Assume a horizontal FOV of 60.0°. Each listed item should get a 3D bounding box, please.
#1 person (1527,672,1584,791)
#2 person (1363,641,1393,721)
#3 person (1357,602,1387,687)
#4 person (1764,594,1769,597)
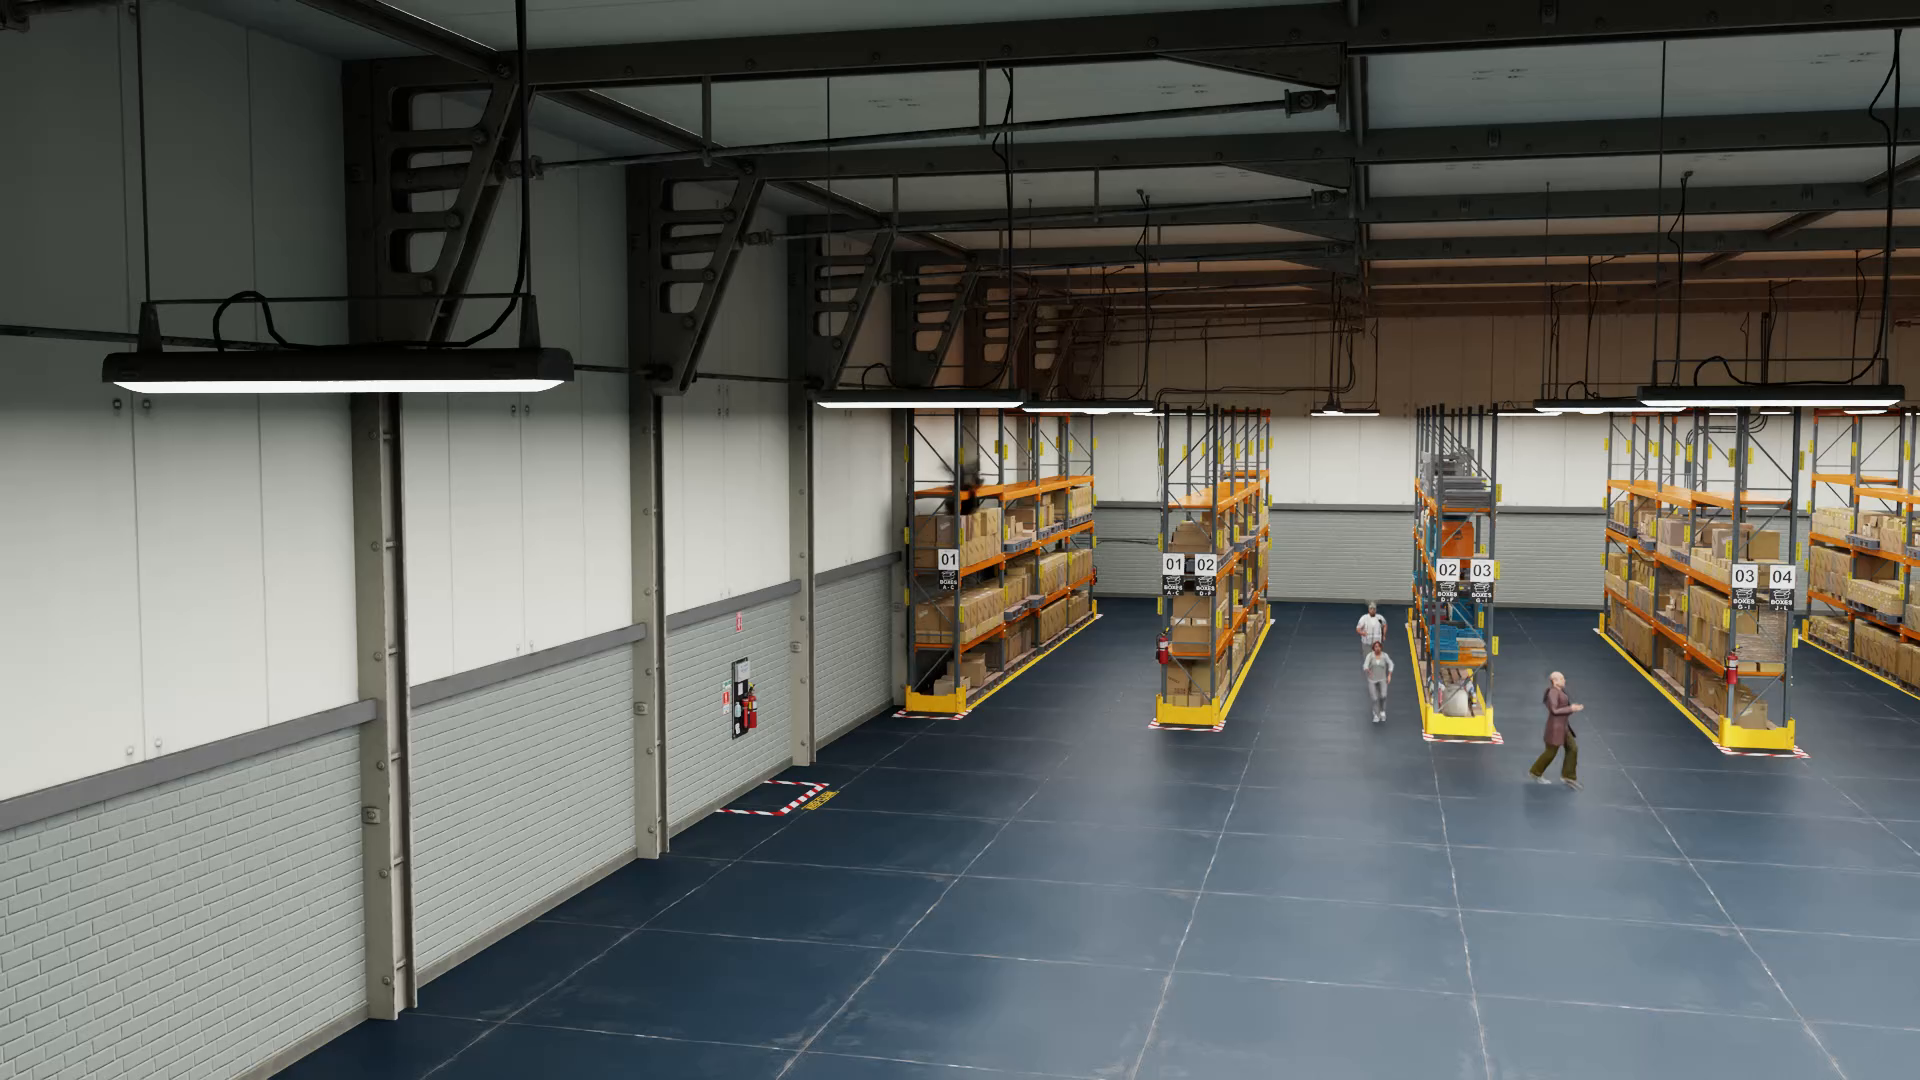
[{"bbox_3d":[9.227,2.948,25.739,0.831,1.831,0.685,3,5,36],"label":"person"},{"bbox_3d":[7.853,2.675,31.244,0.559,1.527,0.648,1,4,13],"label":"person"},{"bbox_3d":[8.901,2.219,35.911,0.664,1.780,0.954,1,4,9],"label":"person"},{"bbox_3d":[21.639,1.755,44.425,0.511,1.529,0.612,-2,4,-20],"label":"person"}]
